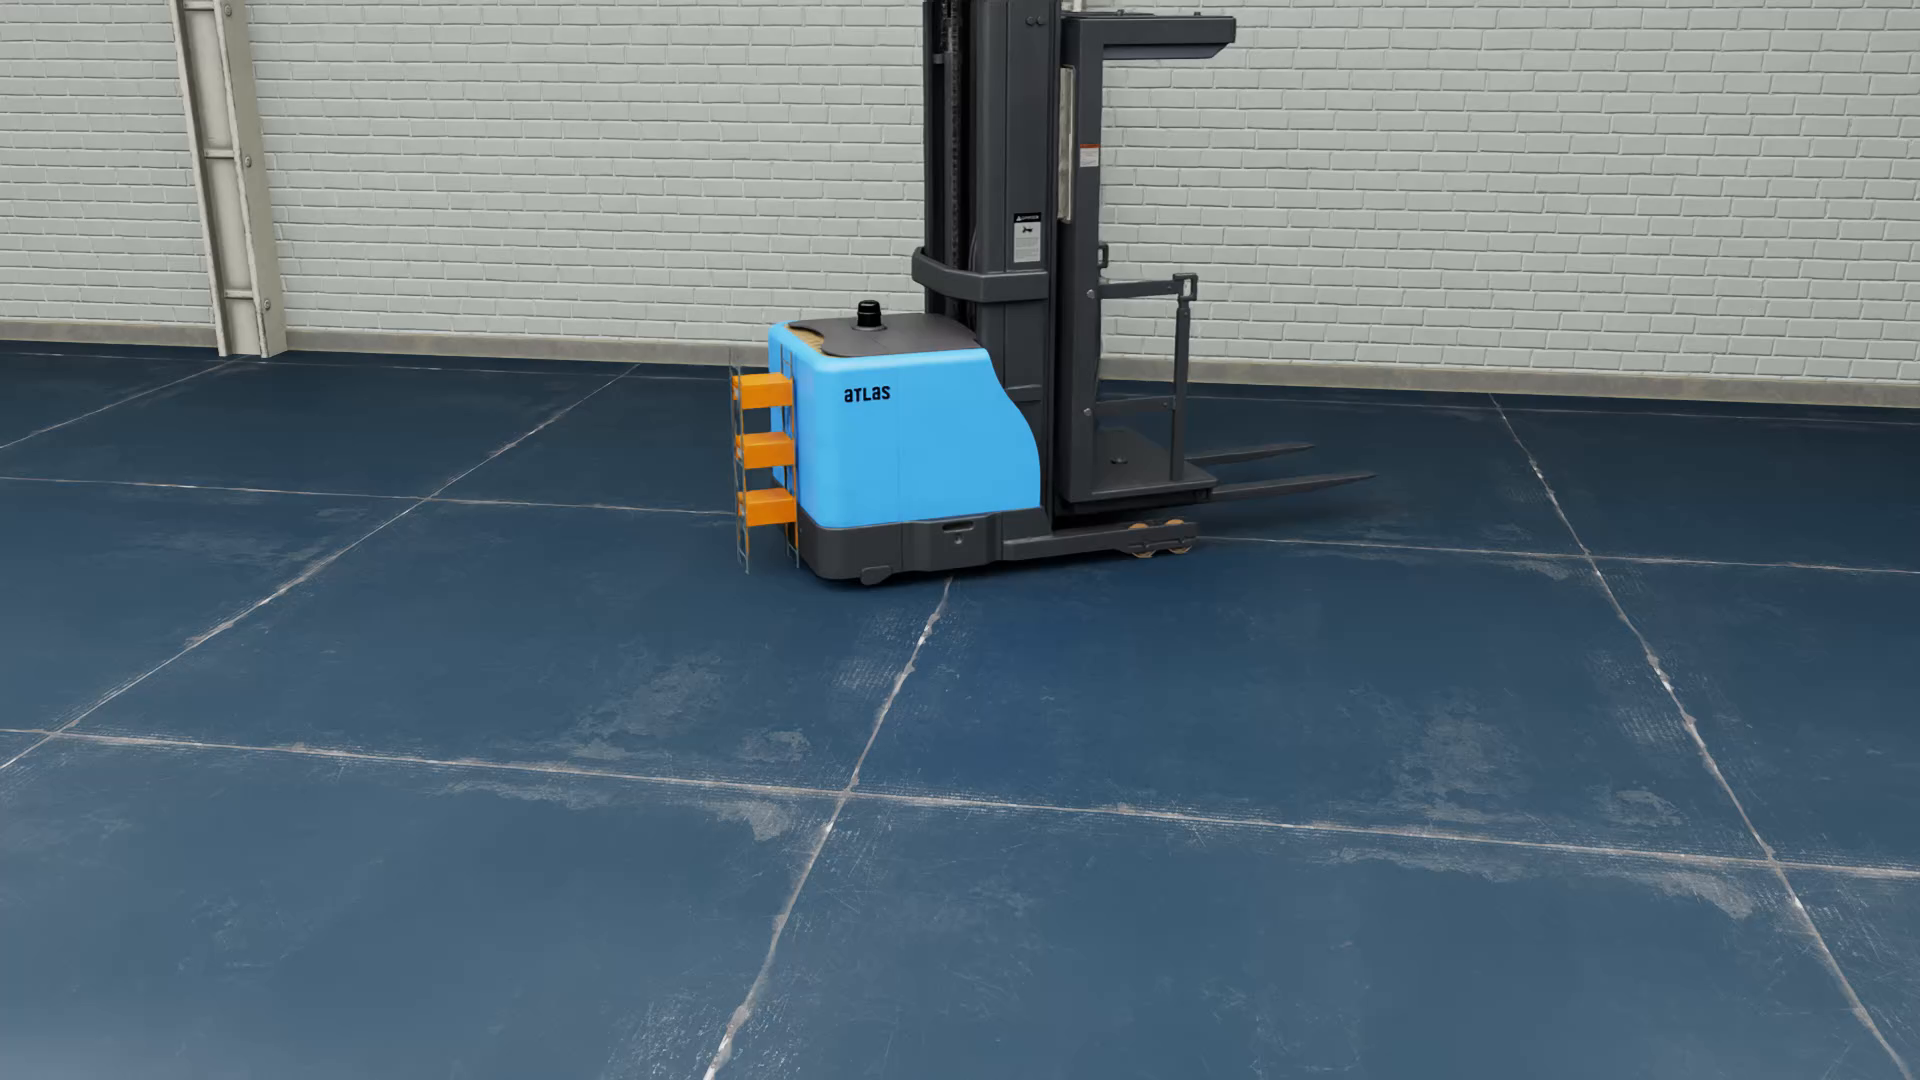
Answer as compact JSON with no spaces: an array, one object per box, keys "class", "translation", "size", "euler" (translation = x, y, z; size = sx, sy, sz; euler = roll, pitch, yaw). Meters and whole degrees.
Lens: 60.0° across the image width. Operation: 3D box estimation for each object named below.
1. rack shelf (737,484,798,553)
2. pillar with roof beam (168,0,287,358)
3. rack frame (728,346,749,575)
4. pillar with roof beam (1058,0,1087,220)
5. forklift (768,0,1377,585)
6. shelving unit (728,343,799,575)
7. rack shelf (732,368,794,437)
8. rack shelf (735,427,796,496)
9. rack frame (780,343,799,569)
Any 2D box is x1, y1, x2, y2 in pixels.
[{"class":"rack shelf","translation":[-0.914,-0.104,7.867],"size":[0.240,0.259,0.215],"euler":[-7,20,-19]},{"class":"pillar with roof beam","translation":[-5.996,-4.331,7.066],"size":[0.400,9.000,9.100],"euler":[3,19,9]},{"class":"rack frame","translation":[-1.029,-0.364,7.736],"size":[0.008,1.050,0.200],"euler":[-7,20,-19]},{"class":"pillar with roof beam","translation":[-0.071,-4.029,6.164],"size":[0.400,9.000,9.100],"euler":[3,19,9]},{"class":"forklift","translation":[0.626,-1.452,8.023],"size":[3.031,2.935,1.130],"euler":[-7,20,-19]},{"class":"shelving unit","translation":[-0.914,-0.377,7.776],"size":[0.252,1.050,0.215],"euler":[-7,20,-19]},{"class":"rack shelf","translation":[-0.914,-0.636,7.689],"size":[0.240,0.259,0.215],"euler":[-7,20,-19]},{"class":"rack shelf","translation":[-0.914,-0.367,7.779],"size":[0.240,0.259,0.215],"euler":[-7,20,-19]},{"class":"rack frame","translation":[-0.800,-0.390,7.815],"size":[0.008,1.050,0.200],"euler":[-7,20,-19]}]
